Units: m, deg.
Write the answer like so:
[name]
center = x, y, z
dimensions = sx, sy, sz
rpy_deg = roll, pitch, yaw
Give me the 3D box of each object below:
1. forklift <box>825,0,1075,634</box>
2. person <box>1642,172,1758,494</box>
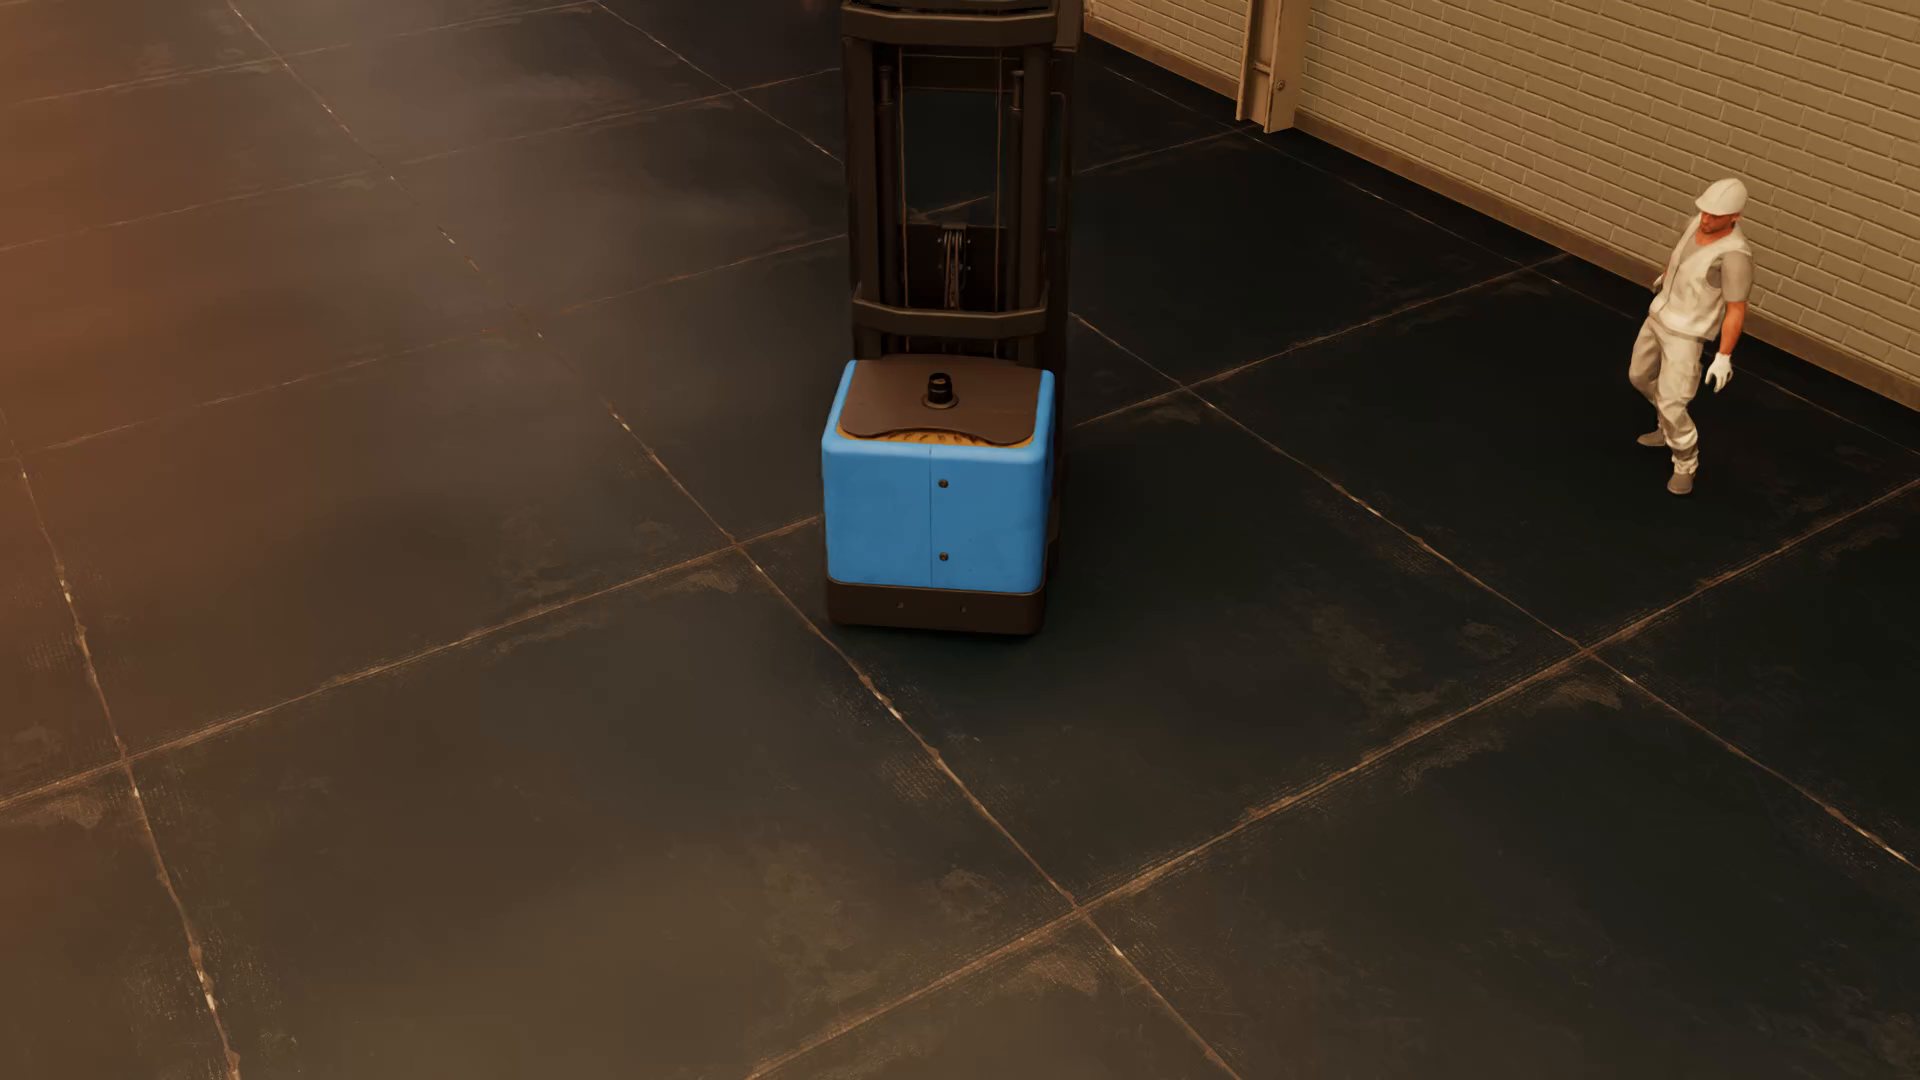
[forklift]
center = -0.088, -1.578, 8.394
dimensions = 1.130, 2.935, 3.031
rpy_deg = -2, 35, -3
[person]
center = 3.955, -1.178, 8.904
dimensions = 0.473, 1.751, 0.888
rpy_deg = 0, 35, 0
